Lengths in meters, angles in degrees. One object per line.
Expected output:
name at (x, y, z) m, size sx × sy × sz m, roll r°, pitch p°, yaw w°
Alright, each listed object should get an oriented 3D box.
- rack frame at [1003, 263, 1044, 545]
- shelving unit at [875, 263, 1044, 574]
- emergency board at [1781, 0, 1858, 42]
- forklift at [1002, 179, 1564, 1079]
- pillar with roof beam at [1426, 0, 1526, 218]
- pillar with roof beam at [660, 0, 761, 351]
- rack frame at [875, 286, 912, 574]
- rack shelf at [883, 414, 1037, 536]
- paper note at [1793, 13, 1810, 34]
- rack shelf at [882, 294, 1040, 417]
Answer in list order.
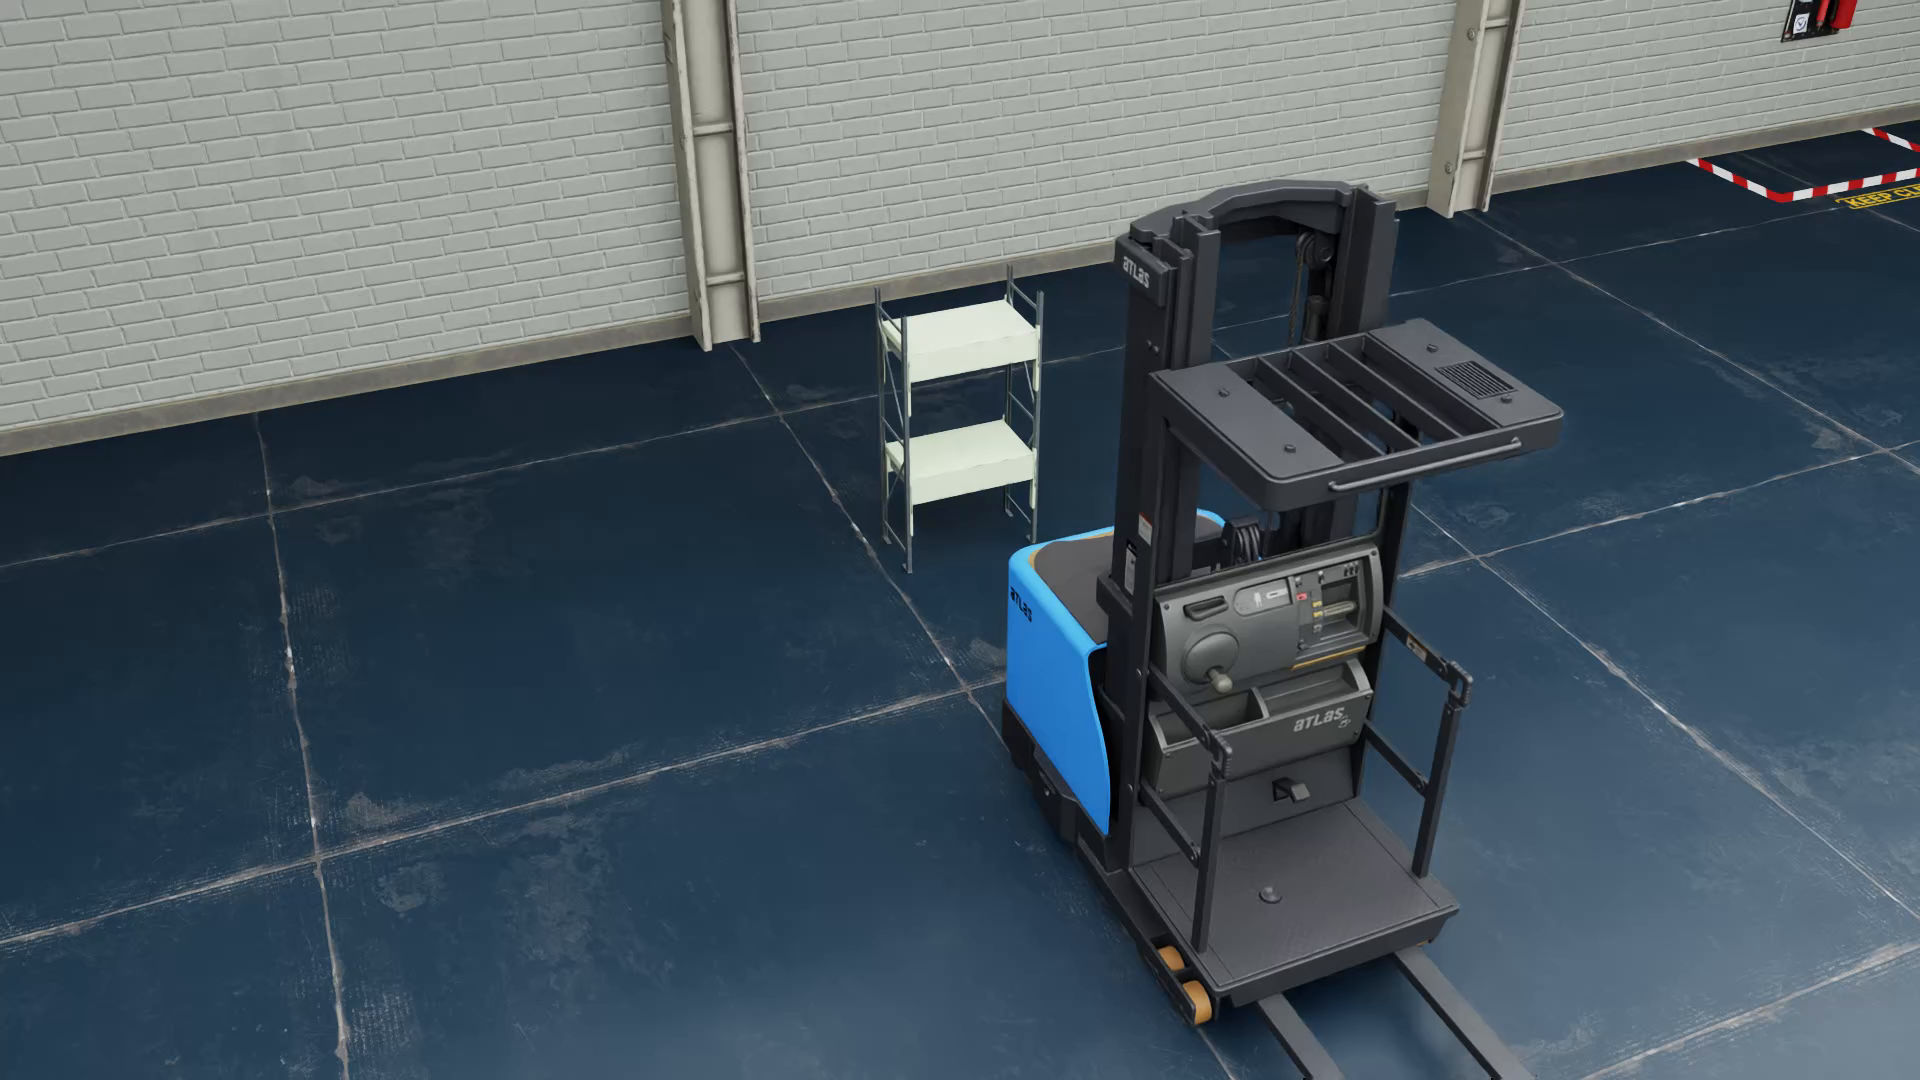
rack frame at (0.331, -0.705, 8.876) m, size 0.023 × 1.500 × 0.400 m, roll -13°, pitch 35°, yaw -19°
shelving unit at (-0.006, -0.627, 8.757) m, size 0.755 × 1.500 × 0.431 m, roll -13°, pitch 35°, yaw -19°
emergency board at (7.185, -4.666, 13.589) m, size 0.643 × 1.169 × 0.194 m, roll -13°, pitch 35°, yaw -19°
forklift at (1.235, 0.350, 5.942) m, size 1.130 × 2.935 × 3.031 m, roll -13°, pitch 35°, yaw -19°
pillar with roof beam at (5.613, -4.252, 7.451) m, size 0.400 × 9.000 × 9.100 m, roll -13°, pitch 35°, yaw -19°
pillar with roof beam at (0.081, -2.985, 5.504) m, size 0.400 × 9.000 × 9.100 m, roll -13°, pitch 35°, yaw -19°
rack frame at (-0.344, -0.550, 8.638) m, size 0.023 × 1.500 × 0.400 m, roll -13°, pitch 35°, yaw -19°
rack shelf at (-0.006, -0.354, 8.935) m, size 0.720 × 0.370 × 0.431 m, roll -13°, pitch 35°, yaw -19°
paper note at (6.996, -4.294, 13.825) m, size 0.142 × 0.148 × 0.016 m, roll -13°, pitch 35°, yaw -19°
rack shelf at (-0.006, -0.954, 8.544) m, size 0.720 × 0.370 × 0.431 m, roll -13°, pitch 35°, yaw -19°
